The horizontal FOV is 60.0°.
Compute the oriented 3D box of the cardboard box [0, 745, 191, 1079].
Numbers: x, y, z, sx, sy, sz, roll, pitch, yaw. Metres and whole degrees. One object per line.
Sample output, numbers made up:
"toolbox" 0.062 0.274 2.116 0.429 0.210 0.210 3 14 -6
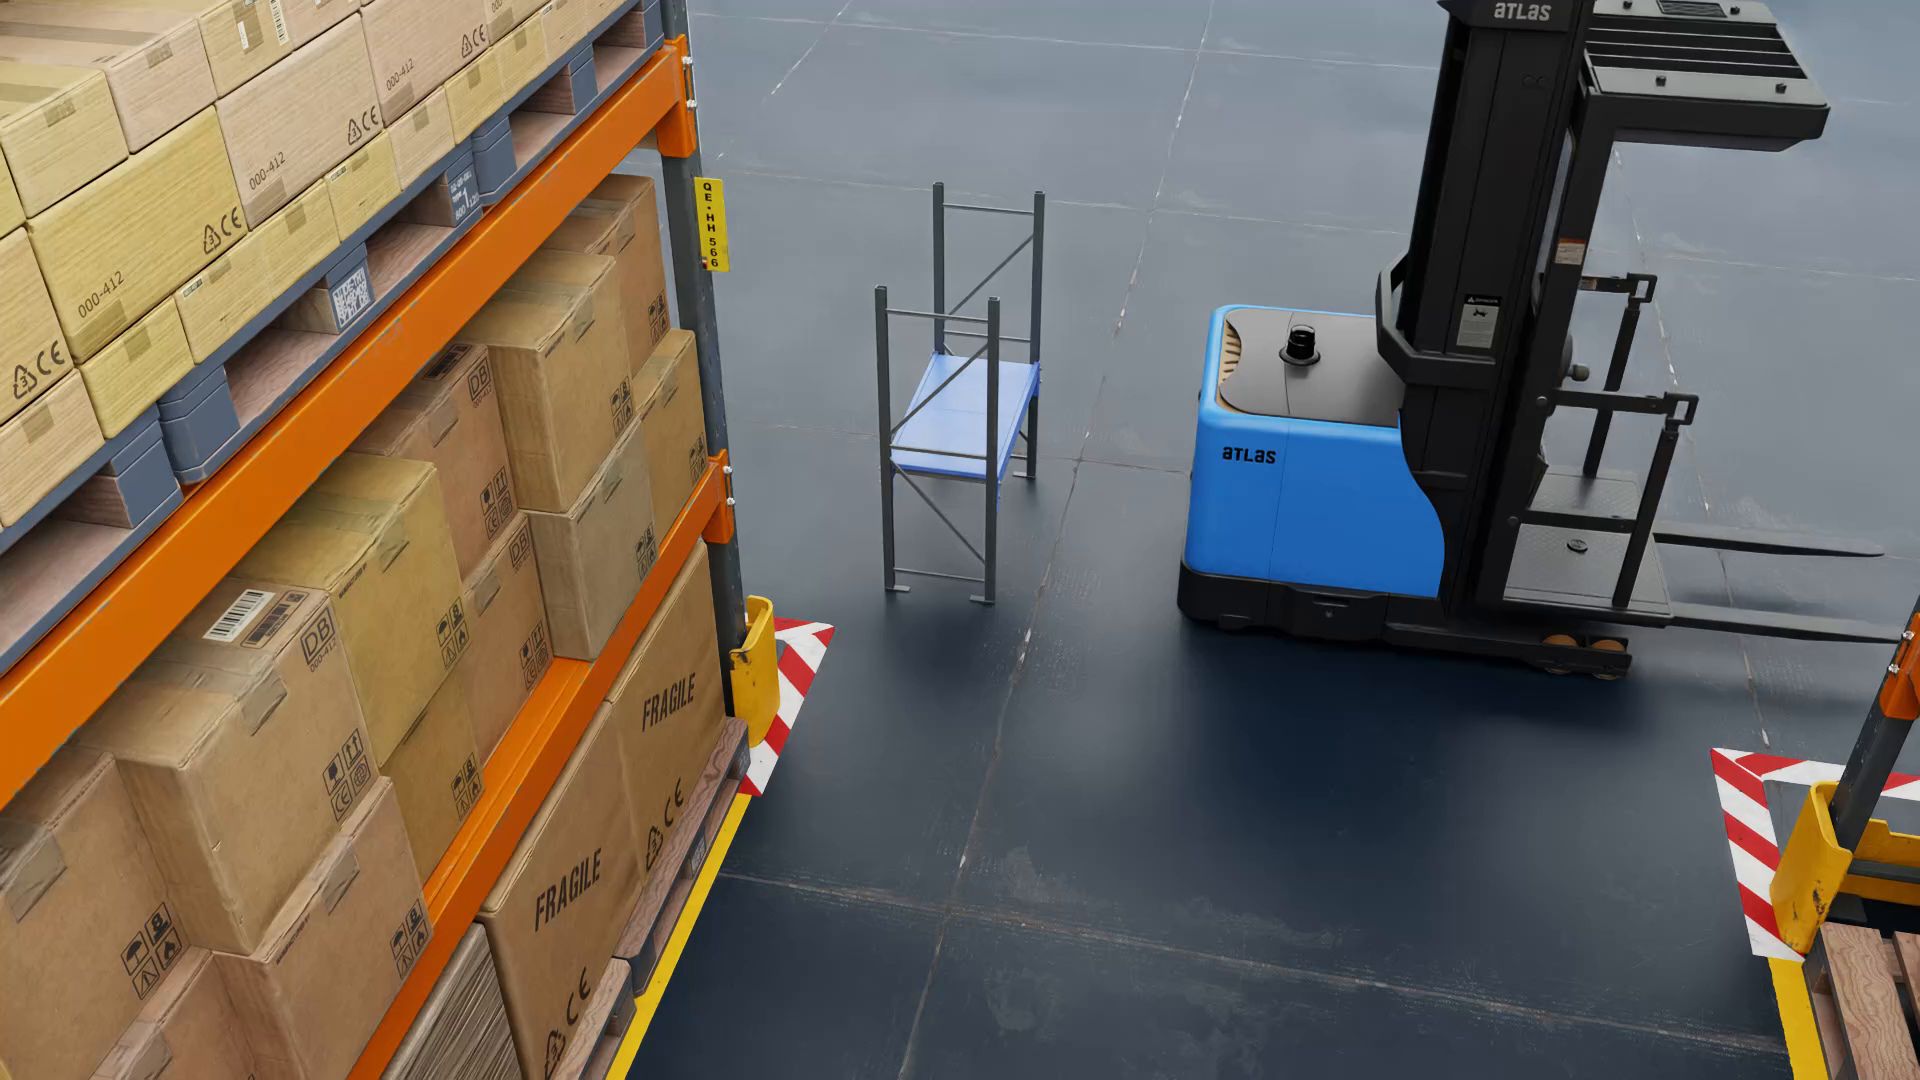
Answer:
"cardboard box" -2.075 0.721 3.151 0.875 0.550 0.550 7 37 10

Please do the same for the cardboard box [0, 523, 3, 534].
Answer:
"cardboard box" -1.674 -0.024 2.443 0.380 0.149 0.250 7 37 10

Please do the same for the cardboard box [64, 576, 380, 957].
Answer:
"cardboard box" -1.826 0.429 3.554 0.875 0.550 0.550 7 37 10

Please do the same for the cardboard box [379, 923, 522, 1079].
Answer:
"cardboard box" -1.800 1.578 4.470 0.875 0.875 0.875 8 37 10

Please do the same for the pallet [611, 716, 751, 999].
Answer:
"pallet" -1.432 1.061 6.107 1.003 0.211 1.213 7 37 10

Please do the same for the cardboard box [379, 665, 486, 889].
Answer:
"cardboard box" -1.783 0.553 4.303 0.875 0.550 0.500 7 37 10

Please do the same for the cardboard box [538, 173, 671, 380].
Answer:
"cardboard box" -1.454 -0.827 5.287 0.875 0.550 0.550 7 37 10

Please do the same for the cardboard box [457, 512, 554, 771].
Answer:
"cardboard box" -1.711 0.244 4.729 0.875 0.550 0.550 7 37 10

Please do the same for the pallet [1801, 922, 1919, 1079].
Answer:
"pallet" 3.262 1.777 5.118 1.003 0.211 1.213 7 37 10

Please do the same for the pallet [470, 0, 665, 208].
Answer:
"pallet" -1.485 -1.289 4.492 1.003 0.211 1.213 7 37 10

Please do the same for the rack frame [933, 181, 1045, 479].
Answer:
"rack frame" 0.127 -0.948 7.779 0.500 1.500 0.032 7 37 10

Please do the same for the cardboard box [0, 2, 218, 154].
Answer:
"cardboard box" -1.511 -0.786 2.813 0.380 0.149 0.250 7 37 10

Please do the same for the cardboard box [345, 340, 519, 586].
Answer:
"cardboard box" -1.734 -0.196 4.416 0.875 0.550 0.550 7 37 10

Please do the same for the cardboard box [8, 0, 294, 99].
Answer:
"cardboard box" -1.457 -0.928 3.010 0.380 0.149 0.250 7 37 10

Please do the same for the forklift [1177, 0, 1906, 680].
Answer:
"forklift" 2.512 -0.943 6.554 3.031 2.935 1.130 6 36 8

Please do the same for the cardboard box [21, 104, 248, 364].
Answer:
"cardboard box" -1.600 -0.552 2.831 0.500 0.250 0.500 7 37 9

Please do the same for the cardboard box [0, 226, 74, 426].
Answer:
"cardboard box" -1.707 -0.263 2.432 0.500 0.250 0.500 7 37 10

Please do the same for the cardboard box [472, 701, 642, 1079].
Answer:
"cardboard box" -1.603 1.055 5.191 0.875 0.875 0.875 7 36 9

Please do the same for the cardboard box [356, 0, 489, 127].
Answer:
"cardboard box" -1.385 -1.131 3.630 0.500 0.250 0.500 7 37 10

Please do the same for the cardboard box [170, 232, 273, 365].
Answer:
"cardboard box" -1.512 -0.463 3.048 0.380 0.149 0.250 7 37 10

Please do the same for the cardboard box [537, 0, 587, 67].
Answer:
"cardboard box" -1.186 -1.335 4.251 0.380 0.149 0.250 8 37 11

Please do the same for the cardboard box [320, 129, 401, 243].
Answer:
"cardboard box" -1.403 -0.753 3.447 0.380 0.149 0.250 8 37 11

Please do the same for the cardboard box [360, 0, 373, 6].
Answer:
"cardboard box" -1.350 -1.218 3.410 0.380 0.149 0.250 7 36 9

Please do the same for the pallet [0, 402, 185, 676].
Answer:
"pallet" -2.007 0.110 2.562 1.003 0.211 1.213 7 37 10

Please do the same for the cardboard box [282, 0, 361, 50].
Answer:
"cardboard box" -1.403 -1.073 3.210 0.380 0.149 0.250 8 37 10

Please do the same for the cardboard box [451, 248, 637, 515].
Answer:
"cardboard box" -1.482 -0.500 4.836 0.875 0.550 0.550 7 37 10

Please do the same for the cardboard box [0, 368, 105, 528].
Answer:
"cardboard box" -1.620 -0.168 2.641 0.380 0.149 0.250 7 36 9

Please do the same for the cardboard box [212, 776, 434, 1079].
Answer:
"cardboard box" -1.799 0.870 3.866 0.875 0.550 0.550 7 37 10

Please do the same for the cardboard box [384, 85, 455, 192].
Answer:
"cardboard box" -1.349 -0.899 3.649 0.380 0.149 0.250 8 37 10

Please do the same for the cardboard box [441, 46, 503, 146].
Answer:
"cardboard box" -1.295 -1.043 3.848 0.380 0.149 0.250 7 36 9

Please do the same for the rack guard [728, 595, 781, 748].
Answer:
"rack guard" -1.332 0.462 6.687 1.175 0.500 0.348 7 37 10

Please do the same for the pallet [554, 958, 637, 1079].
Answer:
"pallet" -1.694 1.758 5.145 1.003 0.211 1.213 7 37 10

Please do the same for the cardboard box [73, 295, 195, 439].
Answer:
"cardboard box" -1.566 -0.317 2.846 0.380 0.149 0.250 7 36 9

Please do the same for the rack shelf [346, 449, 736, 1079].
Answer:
"rack shelf" -1.764 0.901 4.564 1.077 0.370 4.000 7 37 10

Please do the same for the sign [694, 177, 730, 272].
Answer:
"sign" -0.810 -1.025 5.420 0.100 0.325 0.005 7 37 10

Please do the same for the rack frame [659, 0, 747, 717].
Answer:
"rack frame" -1.337 -0.537 5.934 1.000 3.000 0.127 7 37 10

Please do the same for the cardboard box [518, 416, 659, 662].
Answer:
"cardboard box" -1.468 -0.061 5.150 0.875 0.550 0.550 7 37 10

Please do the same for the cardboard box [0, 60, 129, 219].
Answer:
"cardboard box" -1.566 -0.641 2.613 0.380 0.149 0.250 8 37 10

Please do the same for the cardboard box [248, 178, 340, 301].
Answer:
"cardboard box" -1.457 -0.605 3.244 0.380 0.149 0.250 8 37 11

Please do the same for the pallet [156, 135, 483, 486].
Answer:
"pallet" -1.744 -0.587 3.524 1.003 0.211 1.213 7 37 10

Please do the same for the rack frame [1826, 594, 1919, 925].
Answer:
"rack frame" 3.487 0.143 4.997 1.000 3.000 0.127 7 37 10

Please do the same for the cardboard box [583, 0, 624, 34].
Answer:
"cardboard box" -1.132 -1.483 4.455 0.380 0.149 0.250 8 37 10

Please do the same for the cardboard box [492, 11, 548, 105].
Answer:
"cardboard box" -1.241 -1.190 4.051 0.380 0.149 0.250 8 37 10

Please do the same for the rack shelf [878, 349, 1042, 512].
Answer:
"rack shelf" 0.018 -0.511 7.483 0.538 0.185 1.000 7 37 10

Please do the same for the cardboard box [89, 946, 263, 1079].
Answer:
"cardboard box" -2.029 1.165 3.459 0.875 0.550 0.550 7 37 10

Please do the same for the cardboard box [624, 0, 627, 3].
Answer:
"cardboard box" -1.077 -1.627 4.654 0.380 0.149 0.250 7 37 10

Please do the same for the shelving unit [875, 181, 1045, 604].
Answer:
"shelving unit" 0.018 -0.656 7.377 0.538 1.500 1.048 7 37 10

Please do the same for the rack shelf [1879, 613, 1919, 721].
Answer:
"rack shelf" 3.060 1.581 3.626 1.077 0.370 4.000 7 37 10

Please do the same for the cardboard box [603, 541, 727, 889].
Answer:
"cardboard box" -1.418 0.551 5.887 0.875 0.875 0.875 8 37 10

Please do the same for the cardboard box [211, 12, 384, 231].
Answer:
"cardboard box" -1.493 -0.843 3.232 0.500 0.250 0.500 8 37 10

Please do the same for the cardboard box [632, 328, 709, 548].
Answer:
"cardboard box" -1.372 -0.379 5.589 0.875 0.550 0.550 7 37 10

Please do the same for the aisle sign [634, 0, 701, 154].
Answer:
"aisle sign" -1.029 -1.592 5.176 0.394 0.787 0.004 7 37 10

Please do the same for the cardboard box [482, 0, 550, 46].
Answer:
"cardboard box" -1.276 -1.419 4.027 0.500 0.250 0.500 7 37 10

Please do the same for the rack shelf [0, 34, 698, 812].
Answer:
"rack shelf" -1.764 -0.313 3.683 1.077 0.370 4.000 7 37 10

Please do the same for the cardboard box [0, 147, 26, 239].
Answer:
"cardboard box" -1.620 -0.493 2.409 0.380 0.149 0.250 7 36 9

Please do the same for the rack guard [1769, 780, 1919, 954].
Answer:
"rack guard" 3.470 1.199 5.670 1.175 0.500 0.348 7 37 10

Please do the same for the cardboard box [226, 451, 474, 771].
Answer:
"cardboard box" -1.720 0.124 3.975 0.875 0.550 0.500 7 37 10

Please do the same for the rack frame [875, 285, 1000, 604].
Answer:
"rack frame" -0.090 -0.365 6.975 0.500 1.500 0.032 7 37 10
